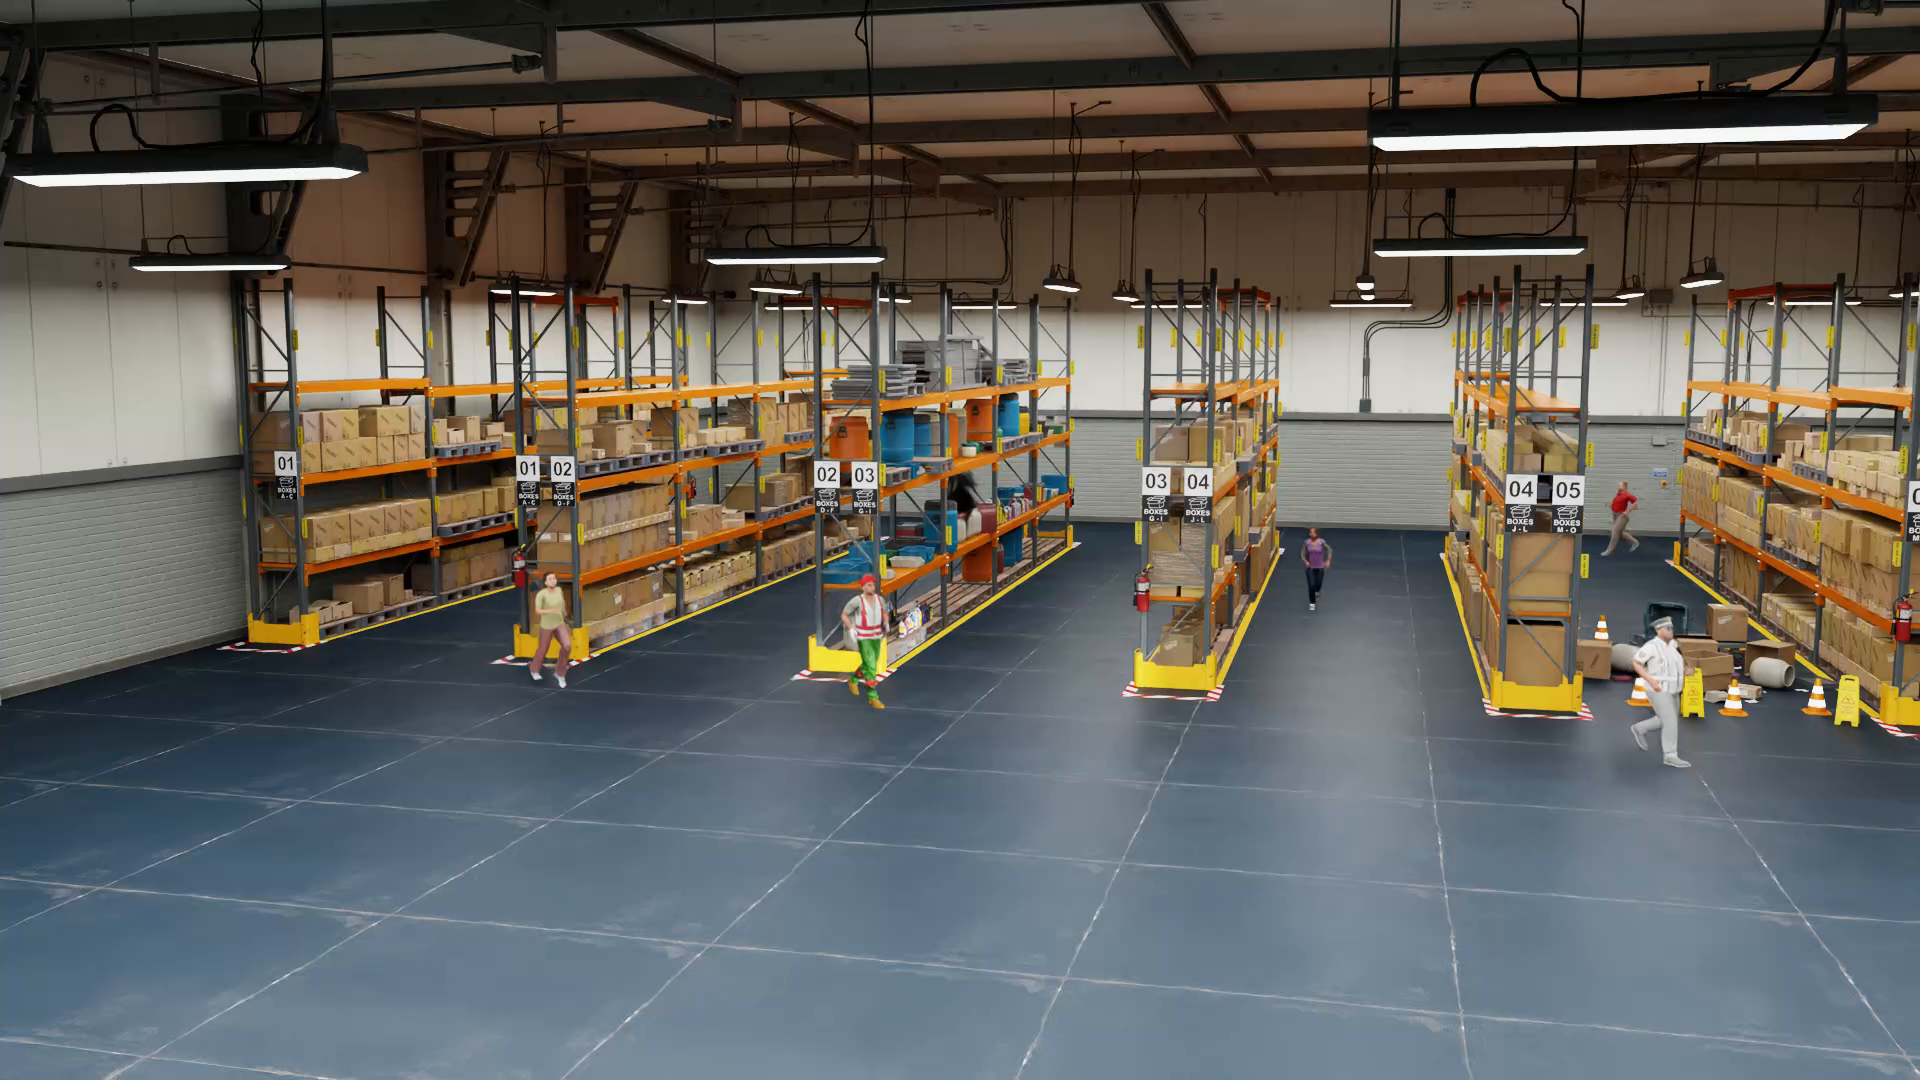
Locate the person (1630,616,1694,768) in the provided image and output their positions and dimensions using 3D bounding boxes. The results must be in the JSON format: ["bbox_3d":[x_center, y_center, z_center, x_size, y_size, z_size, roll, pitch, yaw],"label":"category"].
[{"bbox_3d":[8.351,1.767,19.732,0.676,1.752,0.837,-4,8,-32],"label":"person"}]

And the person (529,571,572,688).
[{"bbox_3d":[-5.950,1.284,24.187,0.584,1.695,0.852,-6,9,-41],"label":"person"}]

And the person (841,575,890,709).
[{"bbox_3d":[-1.277,1.359,22.859,0.659,1.793,0.914,-6,9,-40],"label":"person"}]

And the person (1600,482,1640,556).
[{"bbox_3d":[15.366,-0.494,38.624,0.973,1.729,0.662,0,7,1],"label":"person"}]

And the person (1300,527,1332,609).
[{"bbox_3d":[6.615,0.535,30.970,0.570,1.556,0.603,2,7,16],"label":"person"}]
